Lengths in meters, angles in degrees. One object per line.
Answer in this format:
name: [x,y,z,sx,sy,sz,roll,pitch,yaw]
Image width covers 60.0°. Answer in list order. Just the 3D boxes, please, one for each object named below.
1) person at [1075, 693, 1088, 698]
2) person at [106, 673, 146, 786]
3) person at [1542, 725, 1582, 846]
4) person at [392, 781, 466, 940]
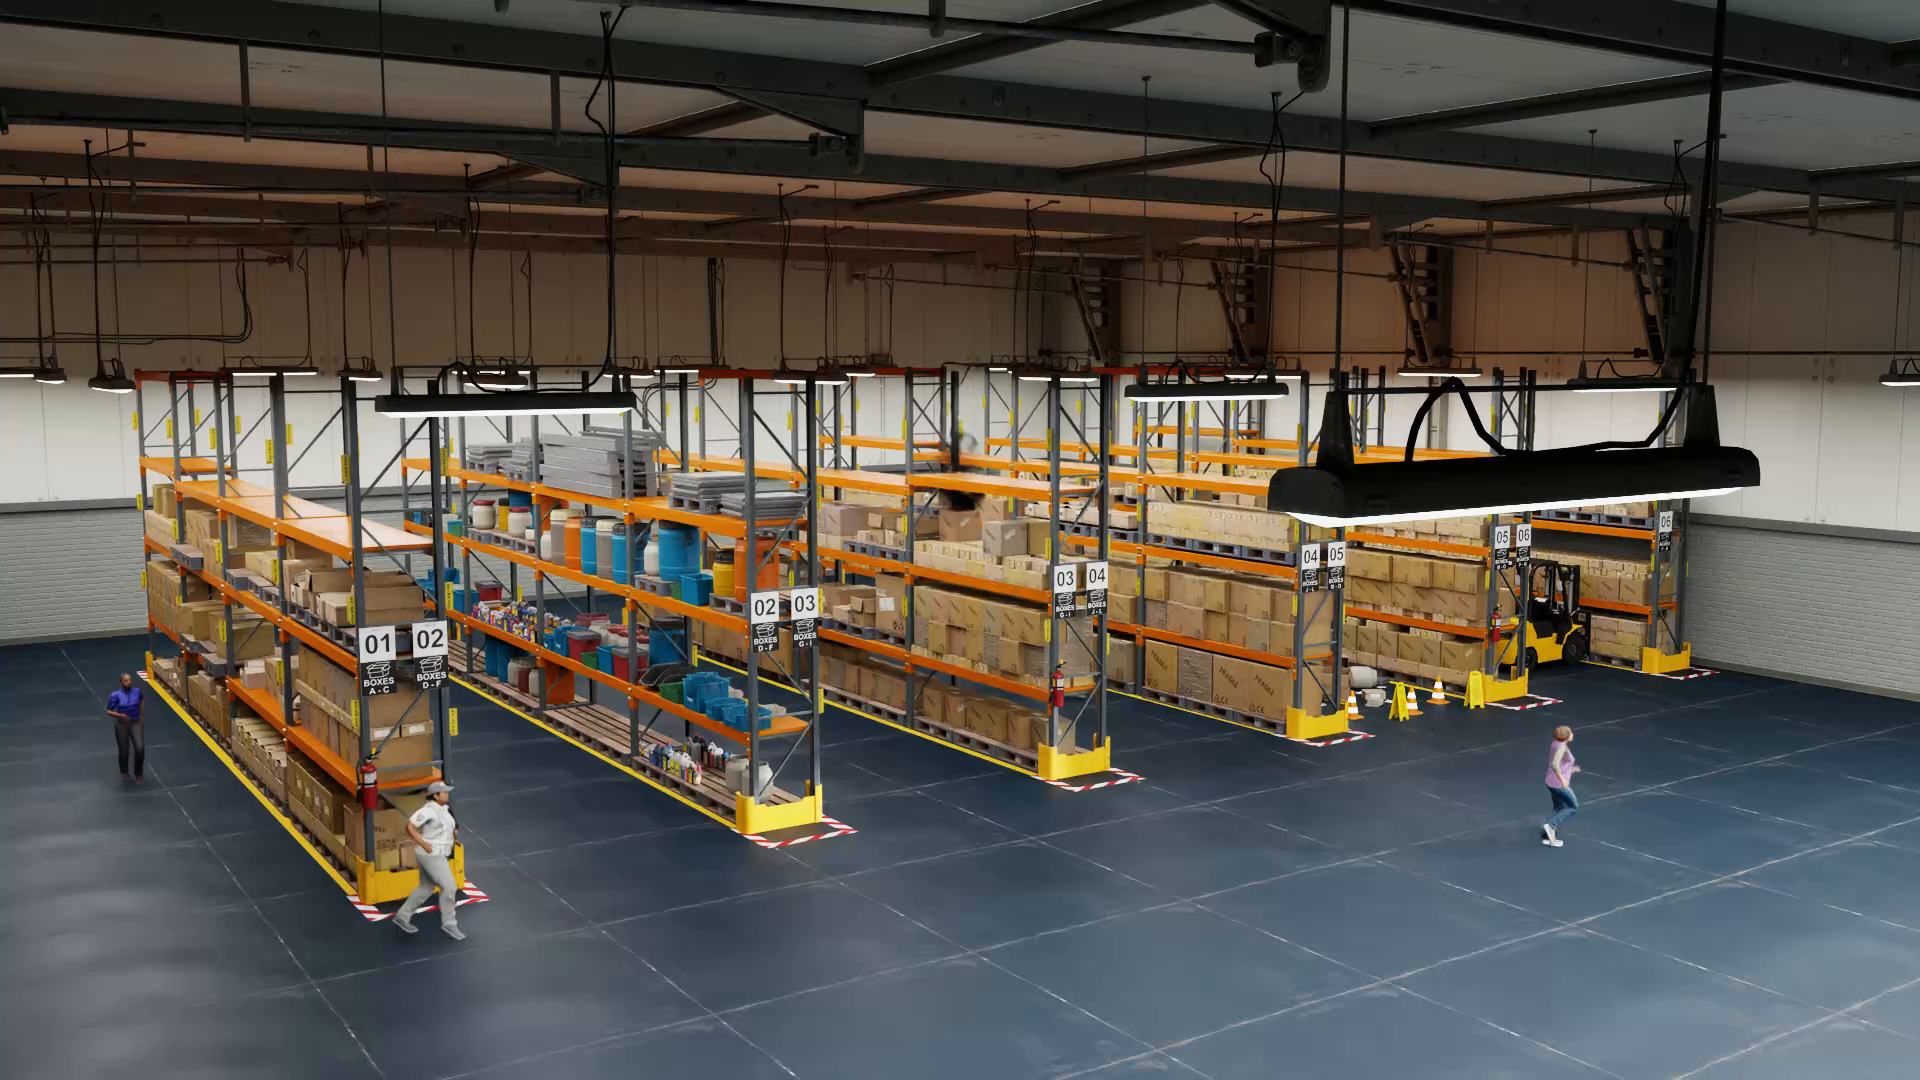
person: [1.970,2.011,30.431,0.665,1.699,1.010,-5,8,-39]
person: [-12.186,2.785,24.367,0.566,1.704,0.727,-5,8,-38]
person: [7.746,3.150,21.369,0.540,1.567,0.521,0,6,-1]
person: [-5.779,3.481,18.172,0.789,1.693,0.629,-1,6,-6]
